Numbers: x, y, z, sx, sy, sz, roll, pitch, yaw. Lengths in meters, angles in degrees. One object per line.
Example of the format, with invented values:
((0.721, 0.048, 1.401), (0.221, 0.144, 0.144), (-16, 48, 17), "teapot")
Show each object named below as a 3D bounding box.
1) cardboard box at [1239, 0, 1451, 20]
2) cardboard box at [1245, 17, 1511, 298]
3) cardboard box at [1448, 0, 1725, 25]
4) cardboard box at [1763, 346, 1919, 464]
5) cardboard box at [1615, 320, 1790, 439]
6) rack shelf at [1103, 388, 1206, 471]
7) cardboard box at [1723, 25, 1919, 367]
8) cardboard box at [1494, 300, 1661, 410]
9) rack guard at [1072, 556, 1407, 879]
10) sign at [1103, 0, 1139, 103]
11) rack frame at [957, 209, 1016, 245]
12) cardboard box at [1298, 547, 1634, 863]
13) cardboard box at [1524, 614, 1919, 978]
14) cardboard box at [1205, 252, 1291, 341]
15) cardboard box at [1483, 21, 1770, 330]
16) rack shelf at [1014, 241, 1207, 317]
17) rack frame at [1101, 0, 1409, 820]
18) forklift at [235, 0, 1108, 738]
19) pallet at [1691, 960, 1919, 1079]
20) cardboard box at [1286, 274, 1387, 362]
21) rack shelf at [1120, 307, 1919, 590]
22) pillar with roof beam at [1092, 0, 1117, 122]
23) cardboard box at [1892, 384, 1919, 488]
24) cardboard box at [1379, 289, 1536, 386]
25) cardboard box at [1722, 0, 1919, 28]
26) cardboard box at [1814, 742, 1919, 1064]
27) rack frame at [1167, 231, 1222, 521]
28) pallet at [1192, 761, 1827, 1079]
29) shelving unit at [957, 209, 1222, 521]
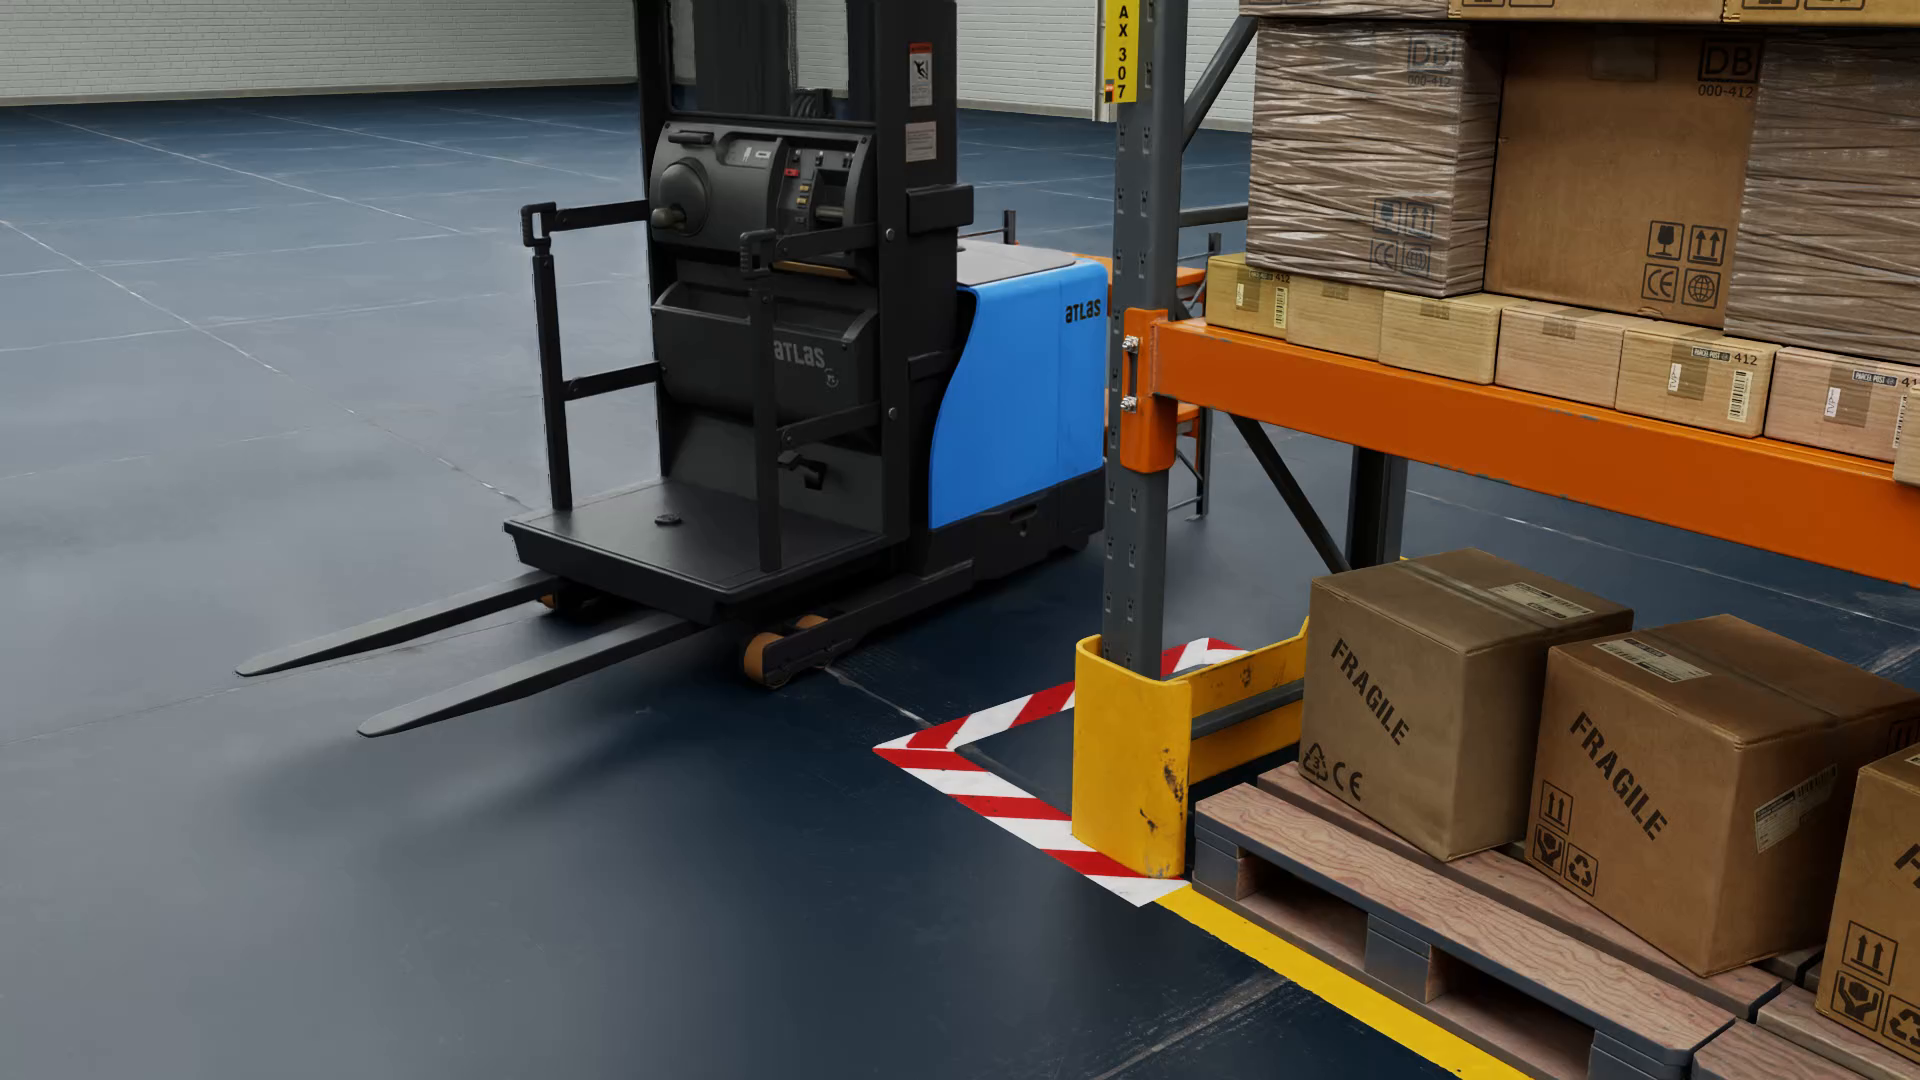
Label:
((0.898, -1.262, 3.179), (0.500, 0.500, 0.500), (-14, 23, -36), "cardboard box")
((1.090, -0.835, 3.481), (0.875, 0.500, 0.500), (-14, 23, -36), "cardboard box")
((1.203, -1.137, 2.803), (0.500, 0.500, 0.500), (-14, 23, -36), "cardboard box")
((1.542, -0.245, 2.729), (0.380, 0.149, 0.250), (-14, 23, -36), "cardboard box")
((1.365, -0.301, 2.899), (0.380, 0.149, 0.250), (-14, 23, -36), "cardboard box")
((0.438, -0.453, 6.720), (1.000, 0.278, 0.538), (16, 24, 39), "rack shelf")
((1.772, -0.604, 2.782), (0.875, 0.500, 0.500), (-14, 23, -36), "cardboard box")
((1.216, -0.364, 3.090), (0.380, 0.149, 0.250), (-14, 23, -36), "cardboard box")
((0.818, 0.418, 4.305), (1.175, 0.500, 0.348), (-14, 23, -36), "rack guard")
((0.345, -1.092, 3.513), (0.100, 0.325, 0.005), (-14, 23, -36), "sign")
((0.057, -0.791, 6.963), (0.032, 1.125, 0.500), (16, 24, 39), "rack frame")
((1.145, 0.357, 3.821), (0.500, 0.500, 0.500), (-9, 20, -26), "cardboard box")
((1.543, 0.498, 3.396), (0.500, 0.500, 0.500), (-8, 20, -22), "cardboard box")
((0.761, -0.551, 3.656), (0.380, 0.149, 0.250), (-14, 23, -36), "cardboard box")
((1.495, -0.735, 3.179), (0.875, 0.500, 0.500), (-14, 23, -36), "cardboard box")
((0.438, -0.963, 6.551), (1.000, 0.278, 0.538), (16, 24, 39), "rack shelf")
((0.771, -0.787, 3.969), (1.000, 3.000, 0.127), (-14, 23, -36), "rack frame")
((-0.775, -1.122, 5.087), (1.130, 2.935, 3.031), (15, 23, 37), "forklift")
((2.048, 1.063, 2.818), (1.003, 0.211, 1.213), (-14, 23, -36), "pallet")
((0.901, -0.486, 3.458), (0.380, 0.149, 0.250), (-14, 23, -36), "cardboard box")
((2.012, 0.047, 2.593), (1.077, 0.370, 4.000), (-14, 23, -36), "rack shelf")
((-1.019, -10.127, 22.631), (9.100, 9.000, 0.400), (-14, 23, -36), "pillar with roof beam")
((1.616, -0.163, 2.482), (0.380, 0.149, 0.250), (-14, 23, -36), "cardboard box")
((1.044, -0.422, 3.263), (0.380, 0.149, 0.250), (-14, 23, -36), "cardboard box")
((1.515, -1.015, 2.432), (0.500, 0.500, 0.500), (-14, 23, -36), "cardboard box")
((1.917, 0.656, 2.919), (0.500, 0.500, 0.500), (-12, 22, -31), "cardboard box")
((0.818, -0.580, 6.323), (0.032, 1.125, 0.500), (16, 24, 39), "rack frame")
((1.294, 0.762, 3.725), (1.003, 0.211, 1.213), (-14, 23, -36), "pallet")
((0.438, -0.685, 6.643), (1.048, 1.125, 0.538), (16, 24, 39), "shelving unit")
